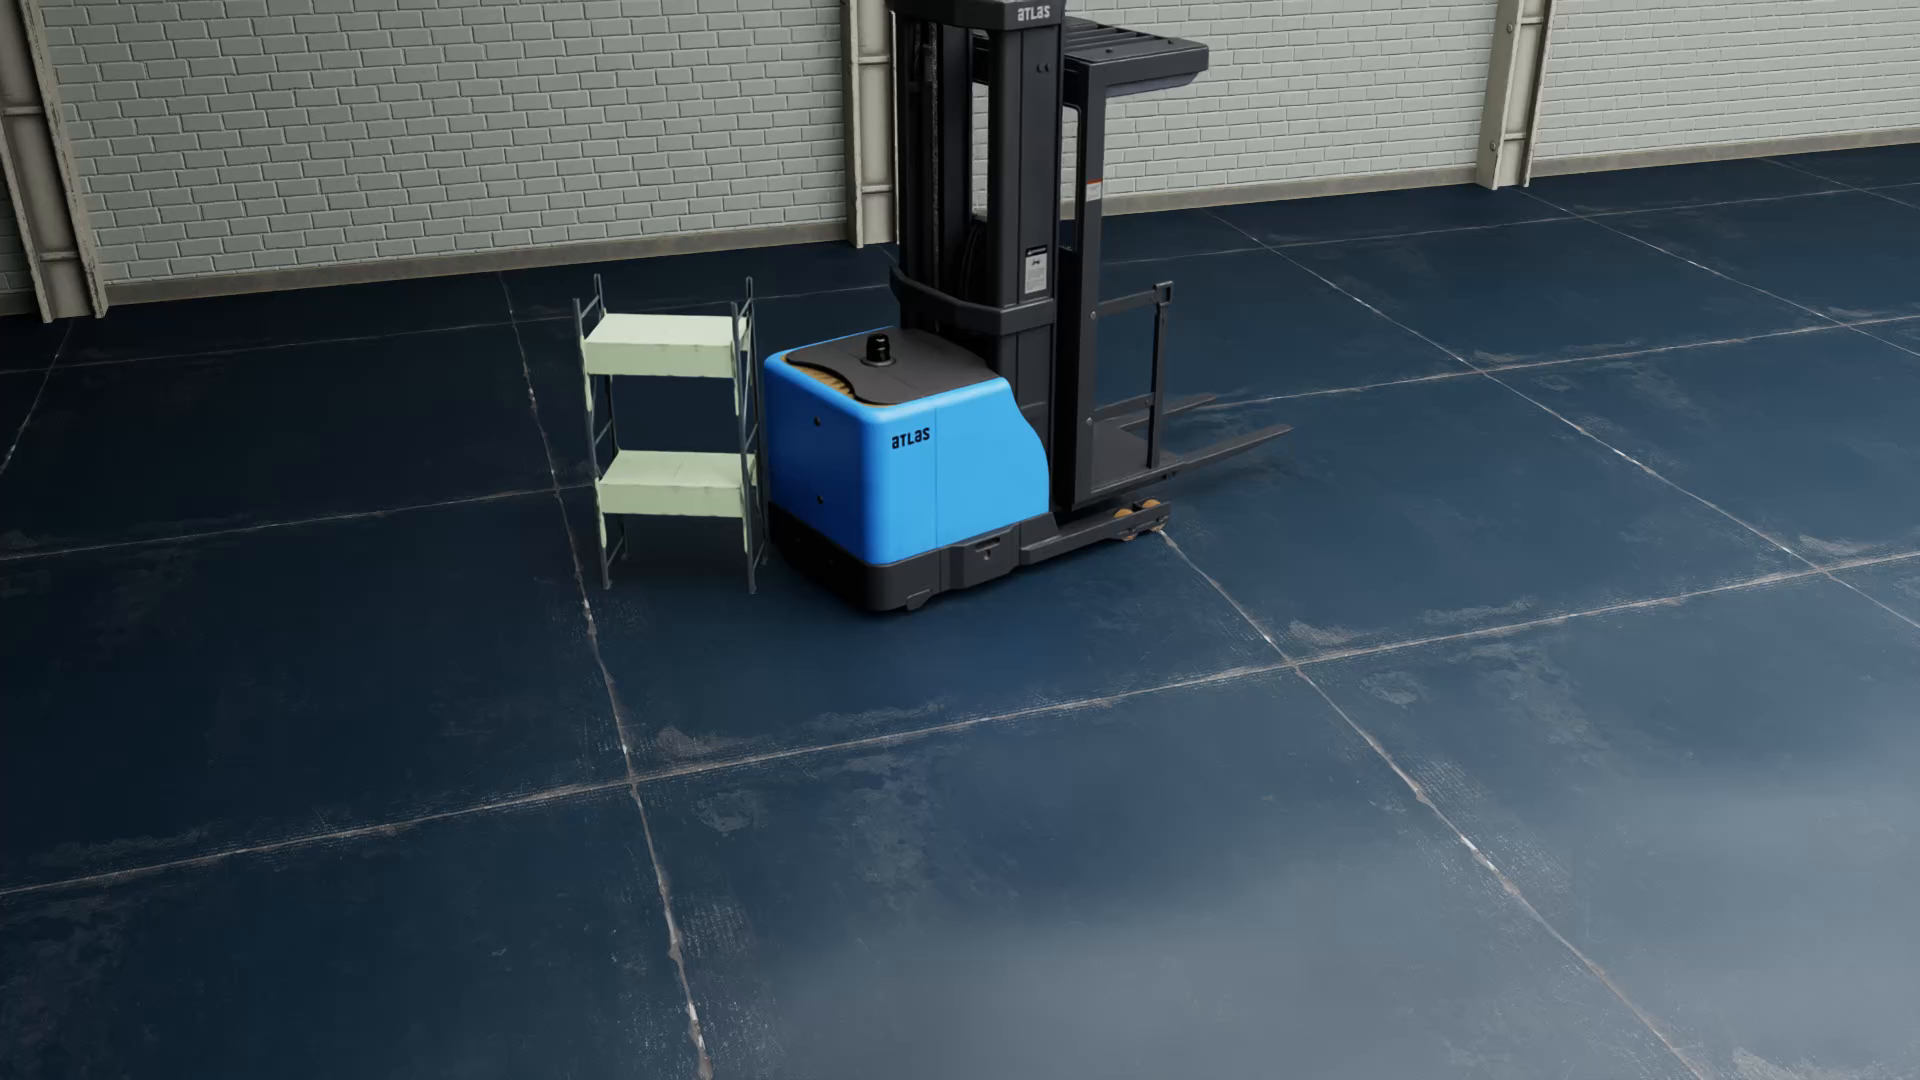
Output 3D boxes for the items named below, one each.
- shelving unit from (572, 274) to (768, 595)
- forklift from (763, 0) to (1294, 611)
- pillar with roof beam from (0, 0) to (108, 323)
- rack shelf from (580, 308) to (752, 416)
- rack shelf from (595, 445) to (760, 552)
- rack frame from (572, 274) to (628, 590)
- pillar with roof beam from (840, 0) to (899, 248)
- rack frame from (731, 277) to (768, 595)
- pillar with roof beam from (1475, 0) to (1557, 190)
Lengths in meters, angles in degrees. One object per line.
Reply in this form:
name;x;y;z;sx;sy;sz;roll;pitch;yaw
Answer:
shelving unit;-1.378;-0.500;8.070;0.755;1.500;0.431;2;26;4
forklift;0.504;-1.479;8.432;3.031;2.935;1.130;-18;32;-32
pillar with roof beam;-5.073;-3.851;6.388;0.400;9.000;9.100;-8;28;-16
rack shelf;-1.378;-0.849;7.897;0.720;0.370;0.431;2;26;4
rack shelf;-1.378;-0.208;8.215;0.720;0.370;0.431;2;26;4
rack frame;-1.743;-0.512;8.094;0.023;1.500;0.400;2;26;4
pillar with roof beam;0.632;-4.678;8.052;0.400;9.000;9.100;-8;28;-16
rack frame;-1.013;-0.488;8.047;0.023;1.500;0.400;2;26;4
pillar with roof beam;6.337;-5.504;9.717;0.400;9.000;9.100;-8;28;-16
